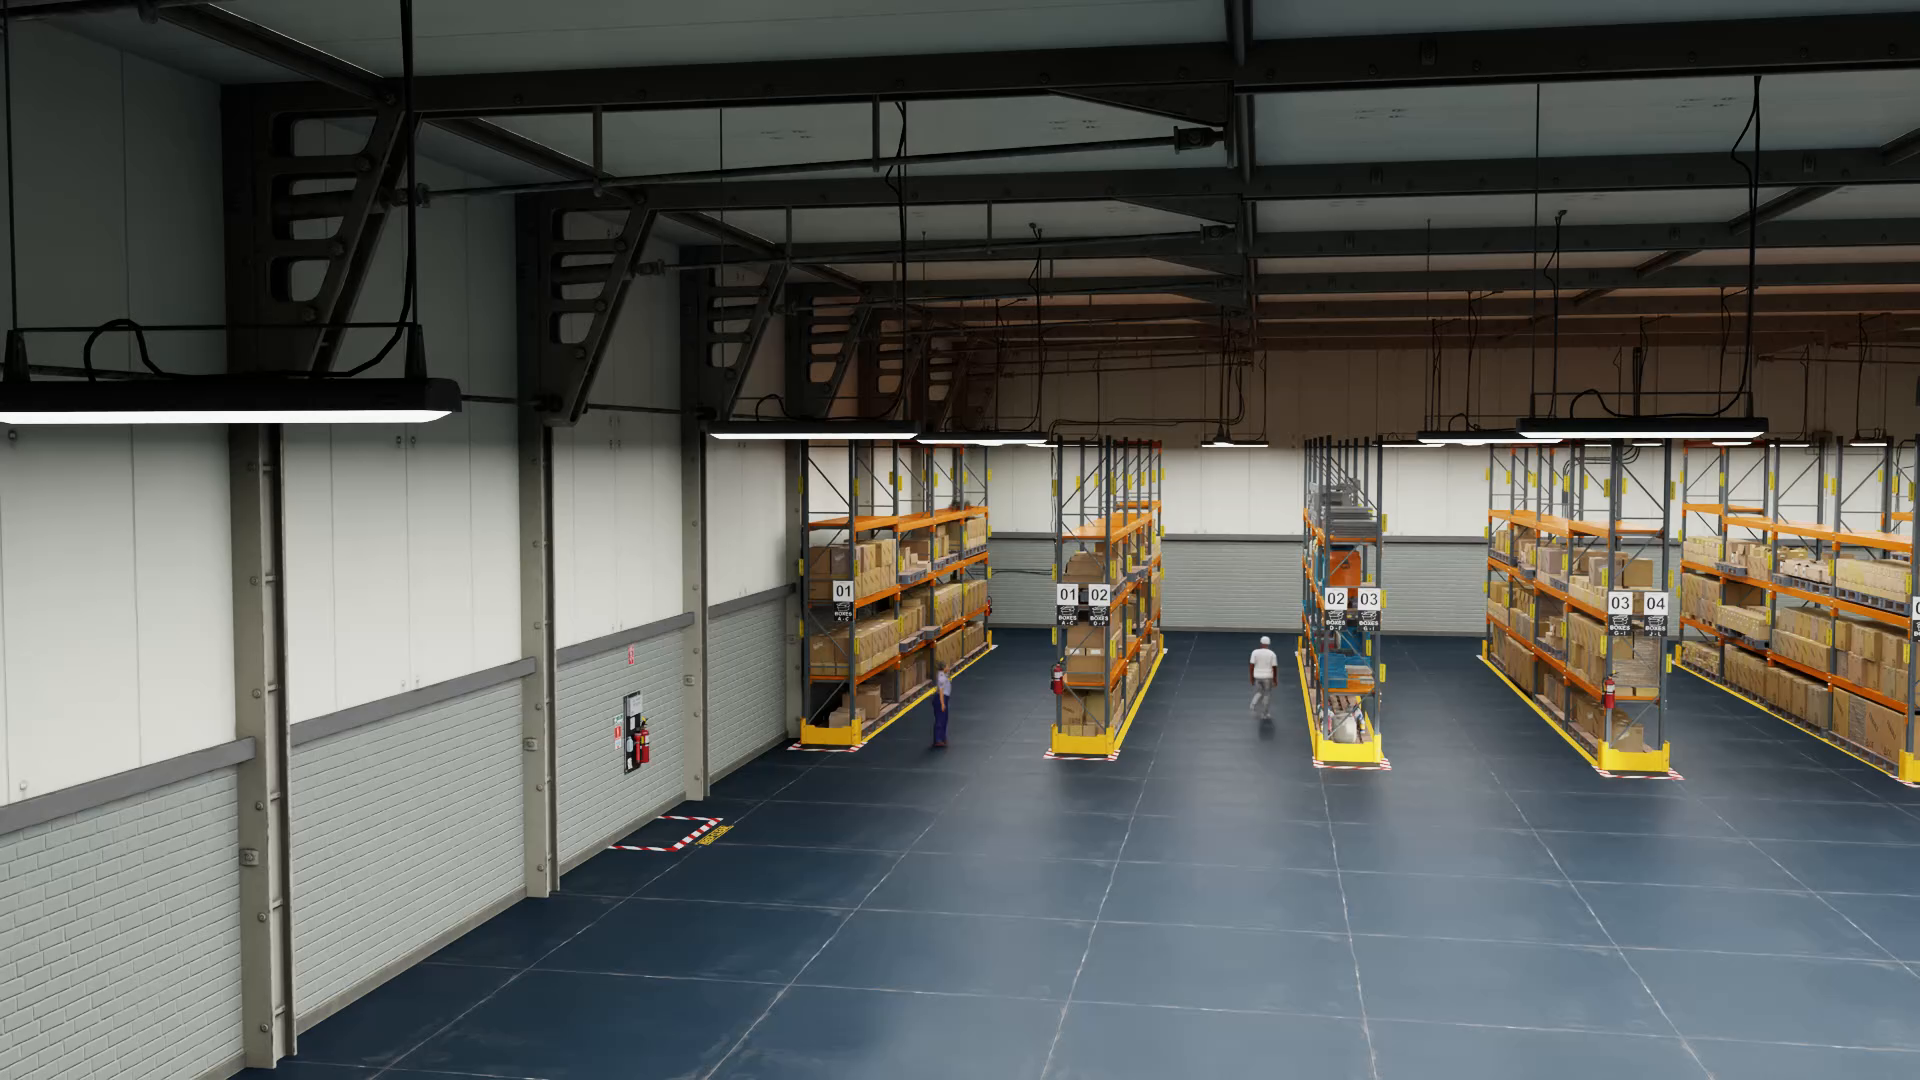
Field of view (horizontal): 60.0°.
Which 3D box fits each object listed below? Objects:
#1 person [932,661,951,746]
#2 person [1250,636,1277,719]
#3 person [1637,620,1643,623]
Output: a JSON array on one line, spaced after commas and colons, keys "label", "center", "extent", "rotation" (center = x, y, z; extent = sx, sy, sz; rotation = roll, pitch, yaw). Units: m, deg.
[{"label": "person", "center": [-0.342, 3.184, 32.245], "extent": [0.404, 1.689, 0.566], "rotation": [0, 3, -2]}, {"label": "person", "center": [6.432, 2.923, 35.251], "extent": [0.558, 1.758, 0.602], "rotation": [3, 4, 44]}, {"label": "person", "center": [18.513, 2.433, 45.533], "extent": [0.884, 1.660, 0.622], "rotation": [-1, 3, -15]}]
